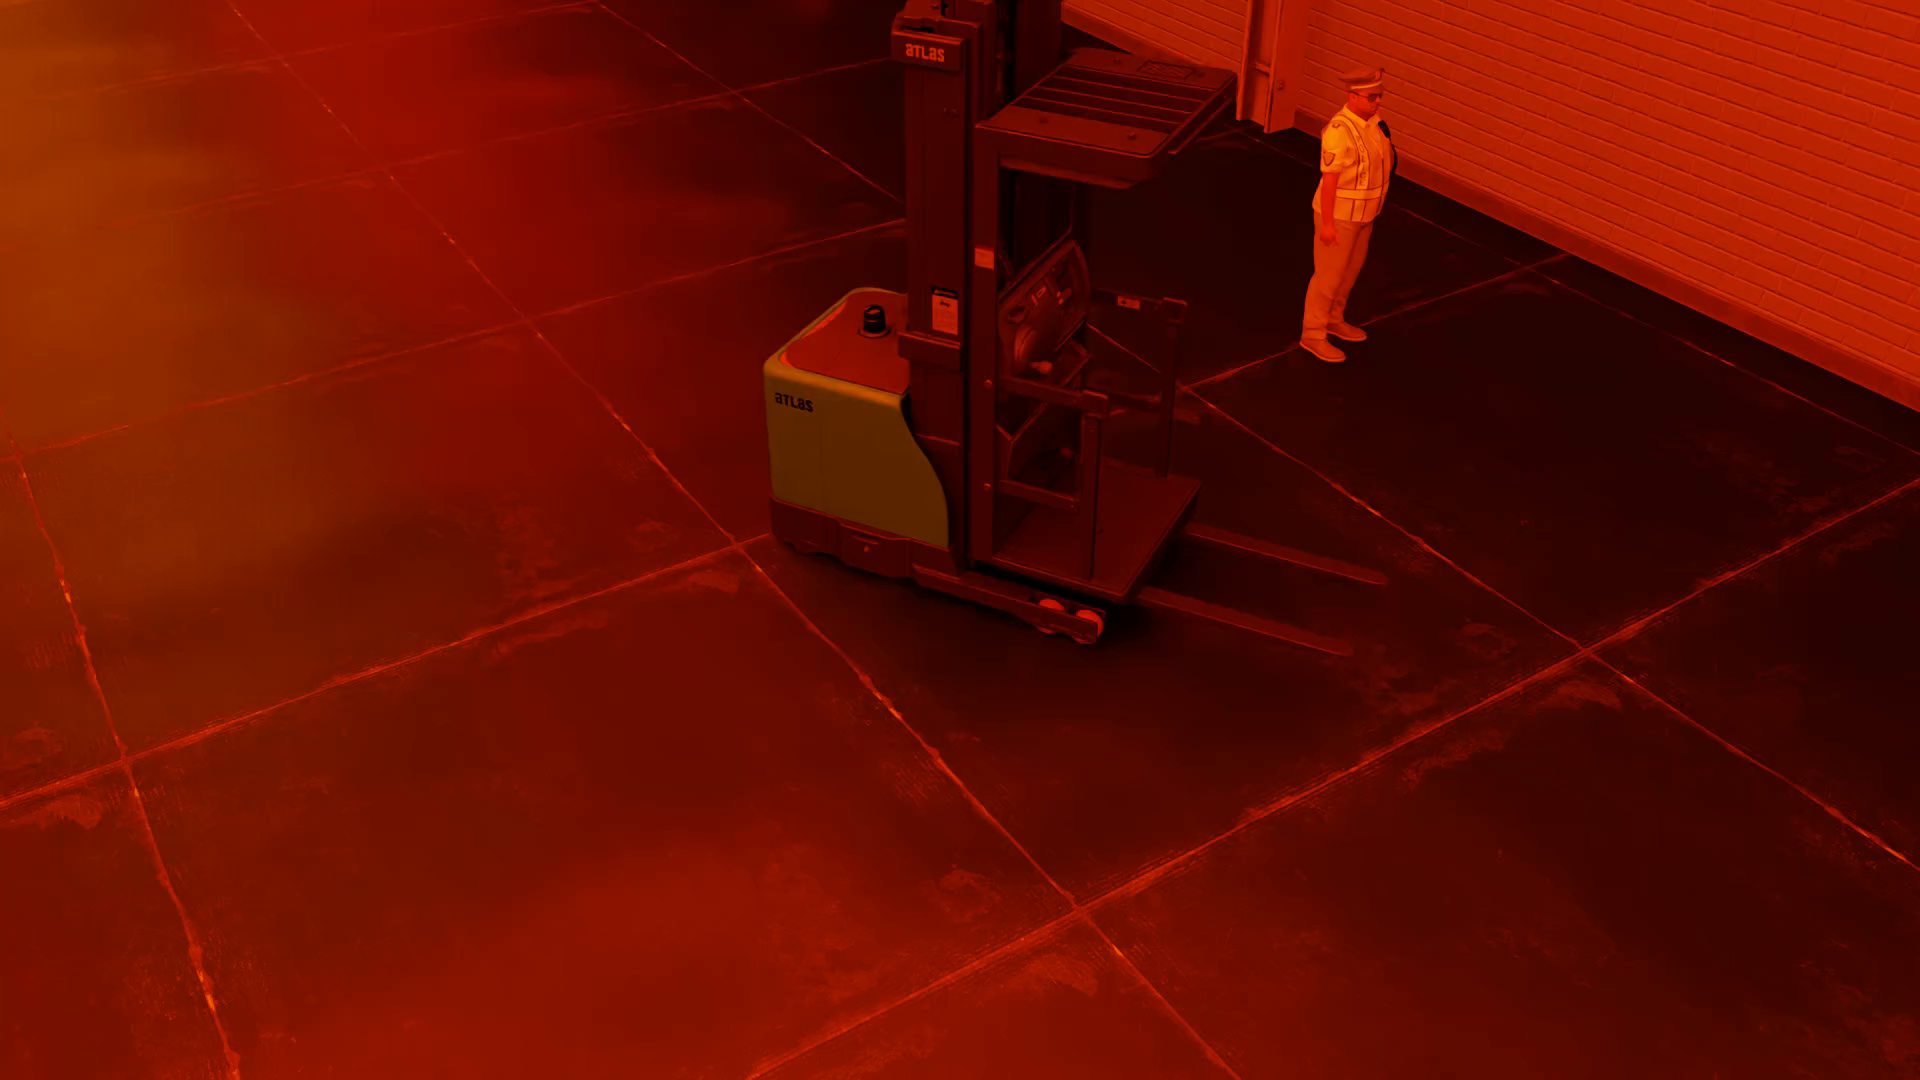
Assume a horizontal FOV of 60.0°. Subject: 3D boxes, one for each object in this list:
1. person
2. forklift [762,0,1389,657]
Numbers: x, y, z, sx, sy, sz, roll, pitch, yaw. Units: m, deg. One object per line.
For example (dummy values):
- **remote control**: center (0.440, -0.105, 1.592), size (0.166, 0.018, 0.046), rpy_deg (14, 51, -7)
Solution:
- **person**: center (2.329, -1.972, 9.965), size (0.395, 1.773, 0.530), rpy_deg (24, 41, 30)
- **forklift**: center (0.574, -1.048, 7.639), size (3.031, 2.935, 1.130), rpy_deg (16, 38, 21)
